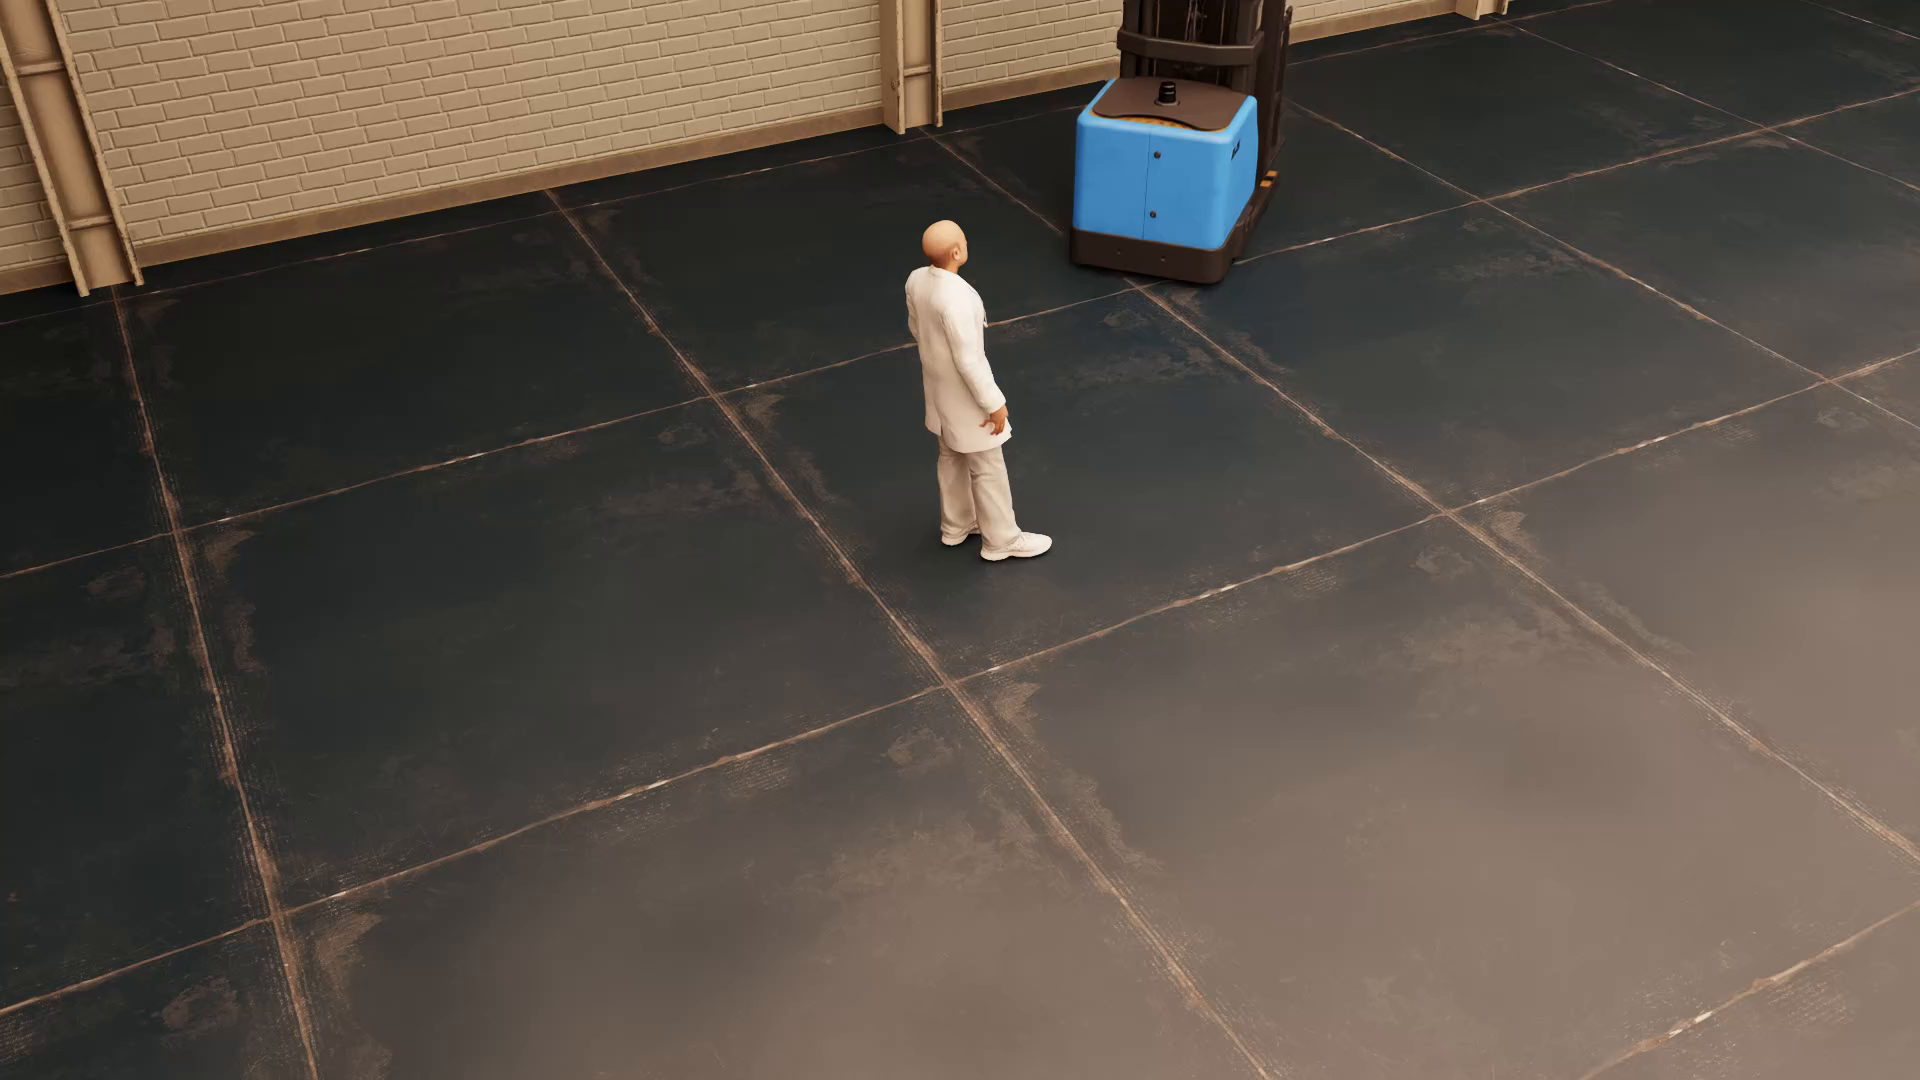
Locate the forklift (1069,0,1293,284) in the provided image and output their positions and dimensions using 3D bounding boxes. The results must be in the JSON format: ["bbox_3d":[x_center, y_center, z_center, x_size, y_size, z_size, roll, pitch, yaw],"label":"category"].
[{"bbox_3d":[1.728,-3.727,11.395,1.130,2.935,3.031,12,37,17],"label":"forklift"}]

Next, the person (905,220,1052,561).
[{"bbox_3d":[0.082,-0.753,8.176,0.581,1.775,0.694,-17,39,-23],"label":"person"}]
